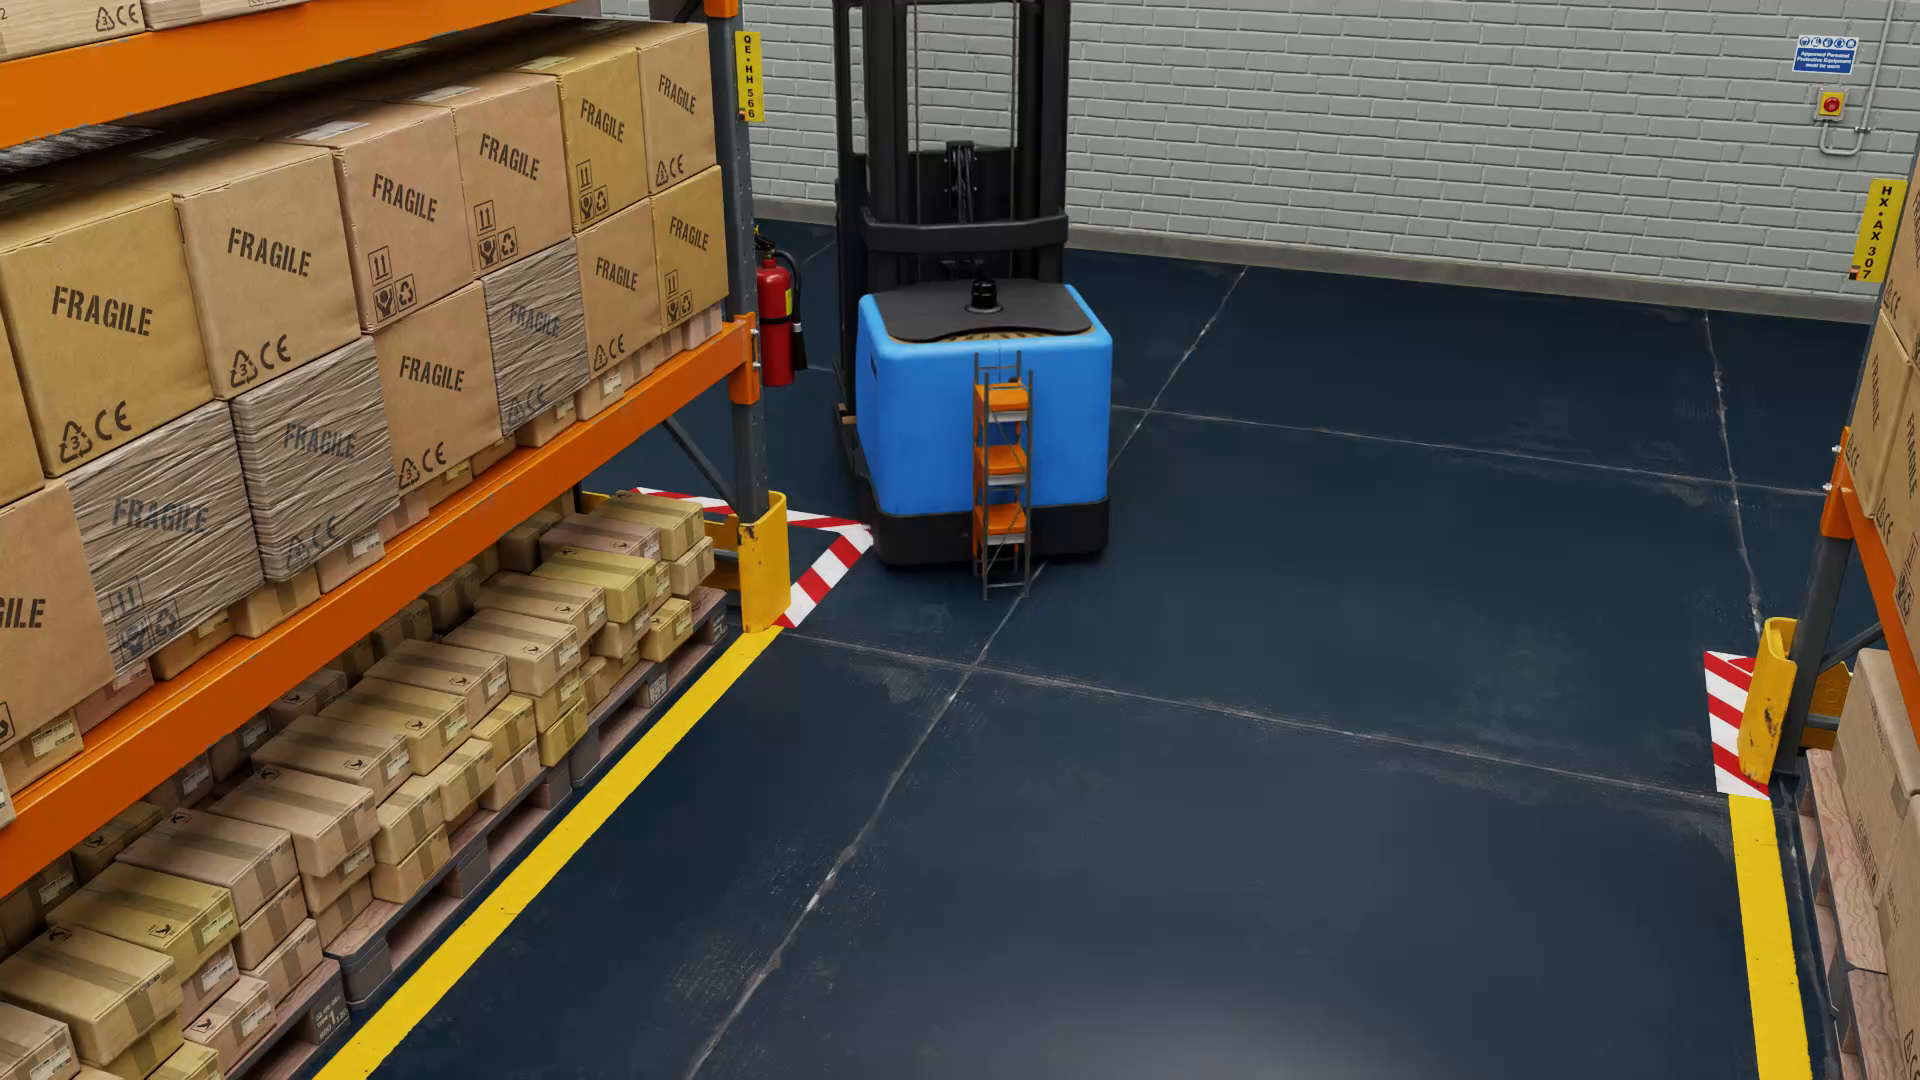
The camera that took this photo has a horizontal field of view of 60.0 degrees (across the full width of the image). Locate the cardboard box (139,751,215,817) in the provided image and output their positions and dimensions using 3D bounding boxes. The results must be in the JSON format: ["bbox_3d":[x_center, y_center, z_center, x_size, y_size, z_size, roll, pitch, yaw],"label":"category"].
[{"bbox_3d":[-2.466,0.713,4.942,0.380,0.149,0.250,7,27,15],"label":"cardboard box"}]

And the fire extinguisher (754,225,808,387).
[{"bbox_3d":[-0.776,-0.973,6.834,0.296,0.674,0.183,9,27,17],"label":"fire extinguisher"}]

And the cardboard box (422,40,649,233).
[{"bbox_3d":[-1.381,-1.336,5.463,0.500,0.500,0.500,8,27,16],"label":"cardboard box"}]

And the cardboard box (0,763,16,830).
[{"bbox_3d":[-2.223,0.549,3.463,0.380,0.149,0.250,10,28,19],"label":"cardboard box"}]

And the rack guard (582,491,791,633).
[{"bbox_3d":[-1.320,0.017,7.141,1.175,0.500,0.348,9,27,17],"label":"rack guard"}]

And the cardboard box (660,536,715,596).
[{"bbox_3d":[-1.201,0.079,6.592,0.380,0.149,0.250,8,27,16],"label":"cardboard box"}]

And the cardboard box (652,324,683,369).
[{"bbox_3d":[-1.255,-0.754,6.154,0.380,0.149,0.250,9,27,17],"label":"cardboard box"}]

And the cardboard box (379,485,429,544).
[{"bbox_3d":[-1.785,-0.116,4.837,0.380,0.149,0.250,10,28,19],"label":"cardboard box"}]

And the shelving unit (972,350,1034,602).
[{"bbox_3d":[0.179,-0.266,7.096,0.215,1.050,0.252,-4,26,-9],"label":"shelving unit"}]

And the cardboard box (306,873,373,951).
[{"bbox_3d":[-1.985,1.050,4.930,0.380,0.149,0.250,8,27,15],"label":"cardboard box"}]

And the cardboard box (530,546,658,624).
[{"bbox_3d":[-1.336,0.161,6.082,0.380,0.149,0.250,8,27,16],"label":"cardboard box"}]

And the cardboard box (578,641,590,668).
[{"bbox_3d":[-1.559,0.389,5.953,0.380,0.149,0.250,8,27,17],"label":"cardboard box"}]

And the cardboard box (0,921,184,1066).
[{"bbox_3d":[-2.168,1.115,4.112,0.380,0.149,0.250,10,28,20],"label":"cardboard box"}]

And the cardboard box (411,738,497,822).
[{"bbox_3d":[-1.701,0.728,5.253,0.380,0.149,0.250,9,27,18],"label":"cardboard box"}]

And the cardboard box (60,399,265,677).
[{"bbox_3d":[-2.065,-0.046,3.946,0.500,0.500,0.500,9,27,17],"label":"cardboard box"}]

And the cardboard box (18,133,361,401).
[{"bbox_3d":[-1.891,-0.692,4.134,0.500,0.500,0.500,9,27,18],"label":"cardboard box"}]

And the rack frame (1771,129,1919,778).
[{"bbox_3d":[3.407,-0.463,5.264,1.000,3.000,0.127,9,27,17],"label":"rack frame"}]

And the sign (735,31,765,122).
[{"bbox_3d":[-0.778,-1.714,6.156,0.100,0.325,0.005,9,27,17],"label":"sign"}]

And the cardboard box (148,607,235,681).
[{"bbox_3d":[-2.072,0.204,4.175,0.380,0.149,0.250,8,27,15],"label":"cardboard box"}]

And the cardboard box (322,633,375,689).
[{"bbox_3d":[-2.209,0.397,5.595,0.380,0.149,0.250,9,27,18],"label":"cardboard box"}]

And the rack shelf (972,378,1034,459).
[{"bbox_3d":[0.179,-0.512,6.977,0.215,0.259,0.240,-4,26,-9],"label":"rack shelf"}]

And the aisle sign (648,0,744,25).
[{"bbox_3d":[-0.987,-2.296,6.066,0.394,0.787,0.004,9,27,17],"label":"aisle sign"}]

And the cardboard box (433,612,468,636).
[{"bbox_3d":[-2.041,0.307,6.123,0.380,0.149,0.250,10,27,19],"label":"cardboard box"}]

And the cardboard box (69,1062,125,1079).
[{"bbox_3d":[-2.203,1.362,3.942,0.380,0.149,0.250,10,28,20],"label":"cardboard box"}]

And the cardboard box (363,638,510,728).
[{"bbox_3d":[-1.711,0.469,5.446,0.380,0.149,0.250,8,27,16],"label":"cardboard box"}]

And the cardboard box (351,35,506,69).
[{"bbox_3d":[-1.856,-1.414,5.624,0.500,0.500,0.500,10,27,19],"label":"cardboard box"}]

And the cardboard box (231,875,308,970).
[{"bbox_3d":[-2.064,1.029,4.630,0.380,0.149,0.250,7,27,15],"label":"cardboard box"}]

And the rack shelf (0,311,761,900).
[{"bbox_3d":[-1.960,0.007,5.120,1.077,0.370,4.000,9,27,17],"label":"rack shelf"}]

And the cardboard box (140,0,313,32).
[{"bbox_3d":[-1.873,-1.348,3.823,0.500,0.250,0.500,10,28,20],"label":"cardboard box"}]

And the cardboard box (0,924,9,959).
[{"bbox_3d":[-2.705,1.036,4.274,0.380,0.149,0.250,9,27,18],"label":"cardboard box"}]

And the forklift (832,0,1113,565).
[{"bbox_3d":[-0.078,-1.822,8.151,1.130,2.935,3.031,-4,26,-9],"label":"forklift"}]

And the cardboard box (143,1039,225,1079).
[{"bbox_3d":[-2.113,1.386,4.234,0.380,0.149,0.250,10,27,19],"label":"cardboard box"}]

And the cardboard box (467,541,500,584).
[{"bbox_3d":[-1.972,0.069,6.272,0.380,0.149,0.250,9,27,17],"label":"cardboard box"}]

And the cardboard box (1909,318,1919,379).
[{"bbox_3d":[2.813,-0.589,4.261,0.500,0.500,0.500,8,27,16],"label":"cardboard box"}]

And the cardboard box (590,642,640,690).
[{"bbox_3d":[-1.432,0.418,6.234,0.380,0.149,0.250,9,27,17],"label":"cardboard box"}]

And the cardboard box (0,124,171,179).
[{"bbox_3d":[-2.374,-0.778,4.312,0.500,0.500,0.500,9,27,19],"label":"cardboard box"}]

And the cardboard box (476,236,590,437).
[{"bbox_3d":[-1.537,-0.675,5.247,0.500,0.500,0.500,9,27,18],"label":"cardboard box"}]

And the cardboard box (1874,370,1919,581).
[{"bbox_3d":[2.834,-0.140,4.483,0.500,0.500,0.500,8,27,17],"label":"cardboard box"}]

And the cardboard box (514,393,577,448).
[{"bbox_3d":[-1.502,-0.437,5.498,0.380,0.149,0.250,8,27,15],"label":"cardboard box"}]

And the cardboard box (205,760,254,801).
[{"bbox_3d":[-2.319,0.760,5.186,0.380,0.149,0.250,7,27,15],"label":"cardboard box"}]

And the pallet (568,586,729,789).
[{"bbox_3d":[-1.624,0.476,6.525,1.003,0.211,1.213,9,27,17],"label":"pallet"}]

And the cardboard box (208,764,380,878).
[{"bbox_3d":[-1.903,0.801,4.761,0.380,0.149,0.250,9,27,19],"label":"cardboard box"}]

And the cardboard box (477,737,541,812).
[{"bbox_3d":[-1.638,0.745,5.559,0.380,0.149,0.250,9,27,18],"label":"cardboard box"}]
